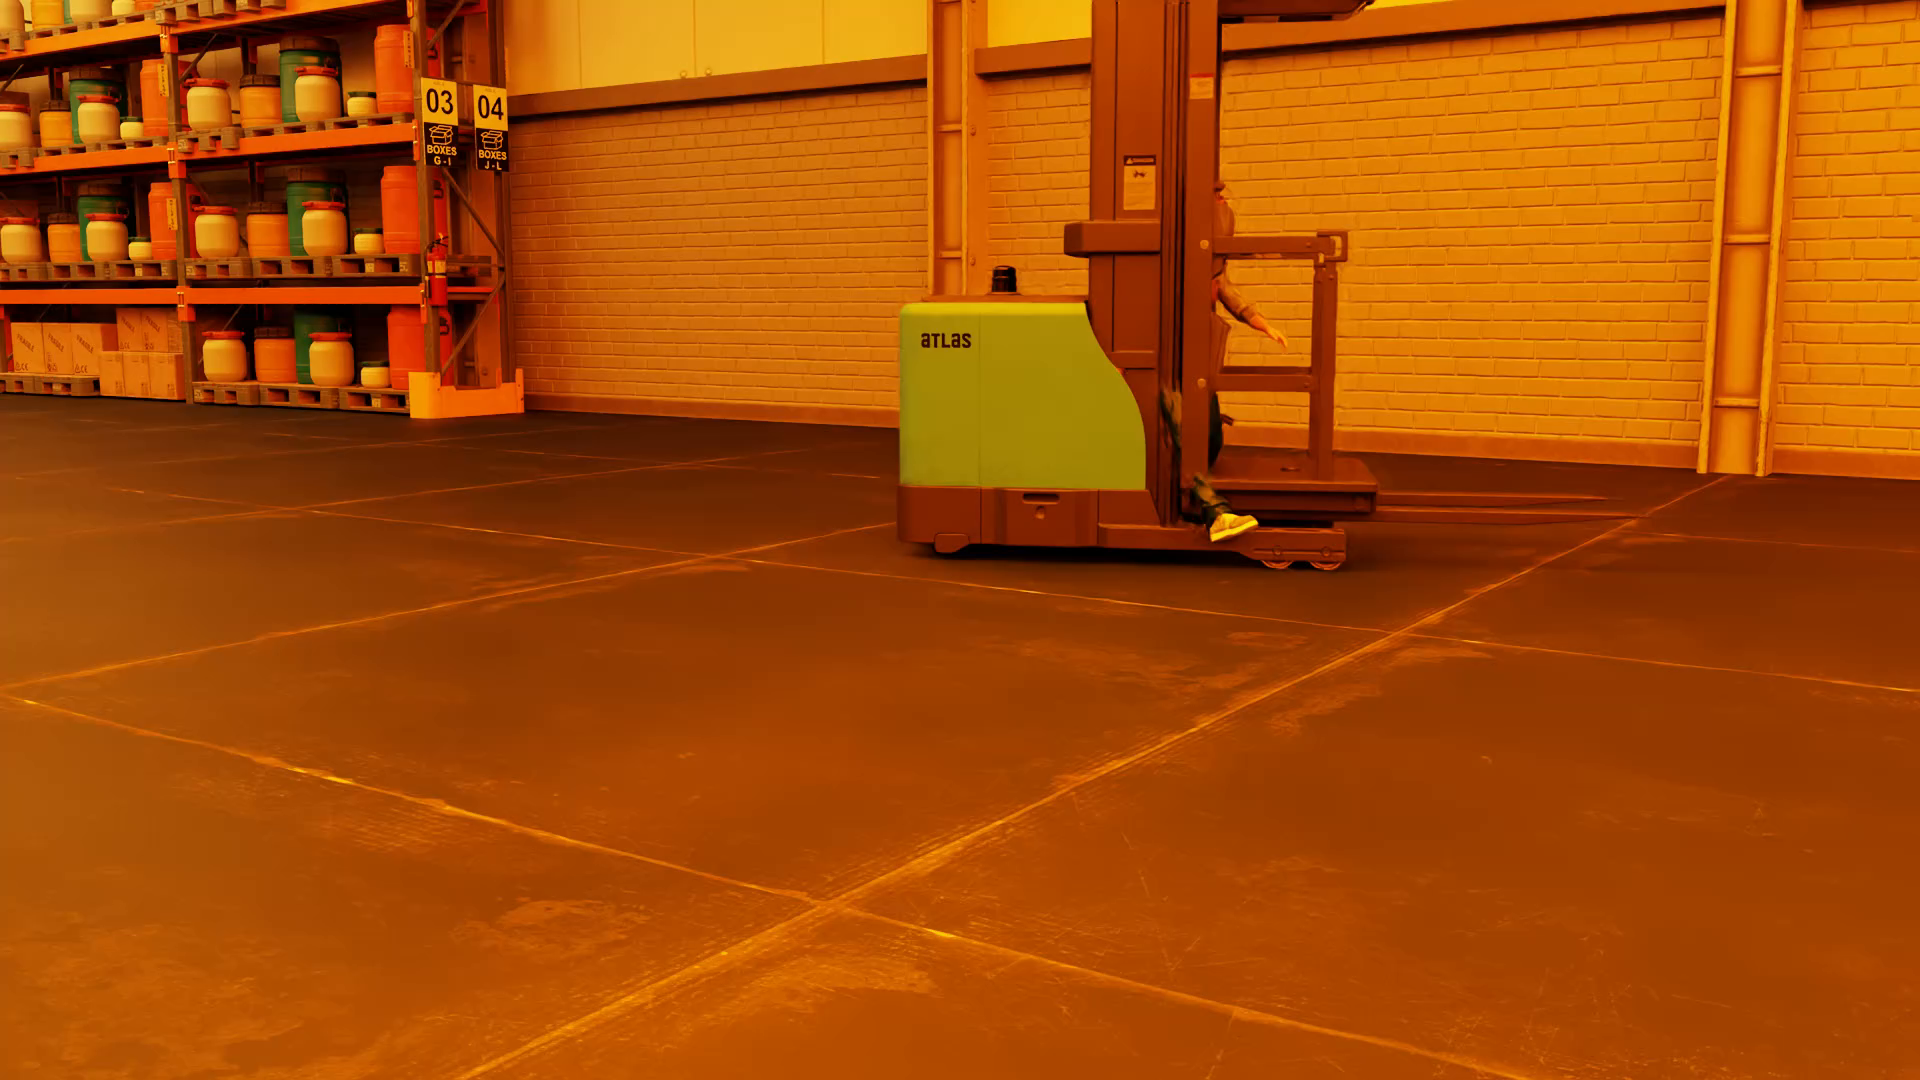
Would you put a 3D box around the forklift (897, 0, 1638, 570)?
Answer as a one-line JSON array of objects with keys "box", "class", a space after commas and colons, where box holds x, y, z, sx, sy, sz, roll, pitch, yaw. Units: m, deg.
[{"box": [1.295, -1.408, 7.097, 3.031, 2.935, 1.130, 1, 8, 10], "class": "forklift"}]

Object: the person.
[{"box": [1.032, -0.711, 6.958, 0.760, 1.463, 0.980, -5, 10, -33], "class": "person"}]
